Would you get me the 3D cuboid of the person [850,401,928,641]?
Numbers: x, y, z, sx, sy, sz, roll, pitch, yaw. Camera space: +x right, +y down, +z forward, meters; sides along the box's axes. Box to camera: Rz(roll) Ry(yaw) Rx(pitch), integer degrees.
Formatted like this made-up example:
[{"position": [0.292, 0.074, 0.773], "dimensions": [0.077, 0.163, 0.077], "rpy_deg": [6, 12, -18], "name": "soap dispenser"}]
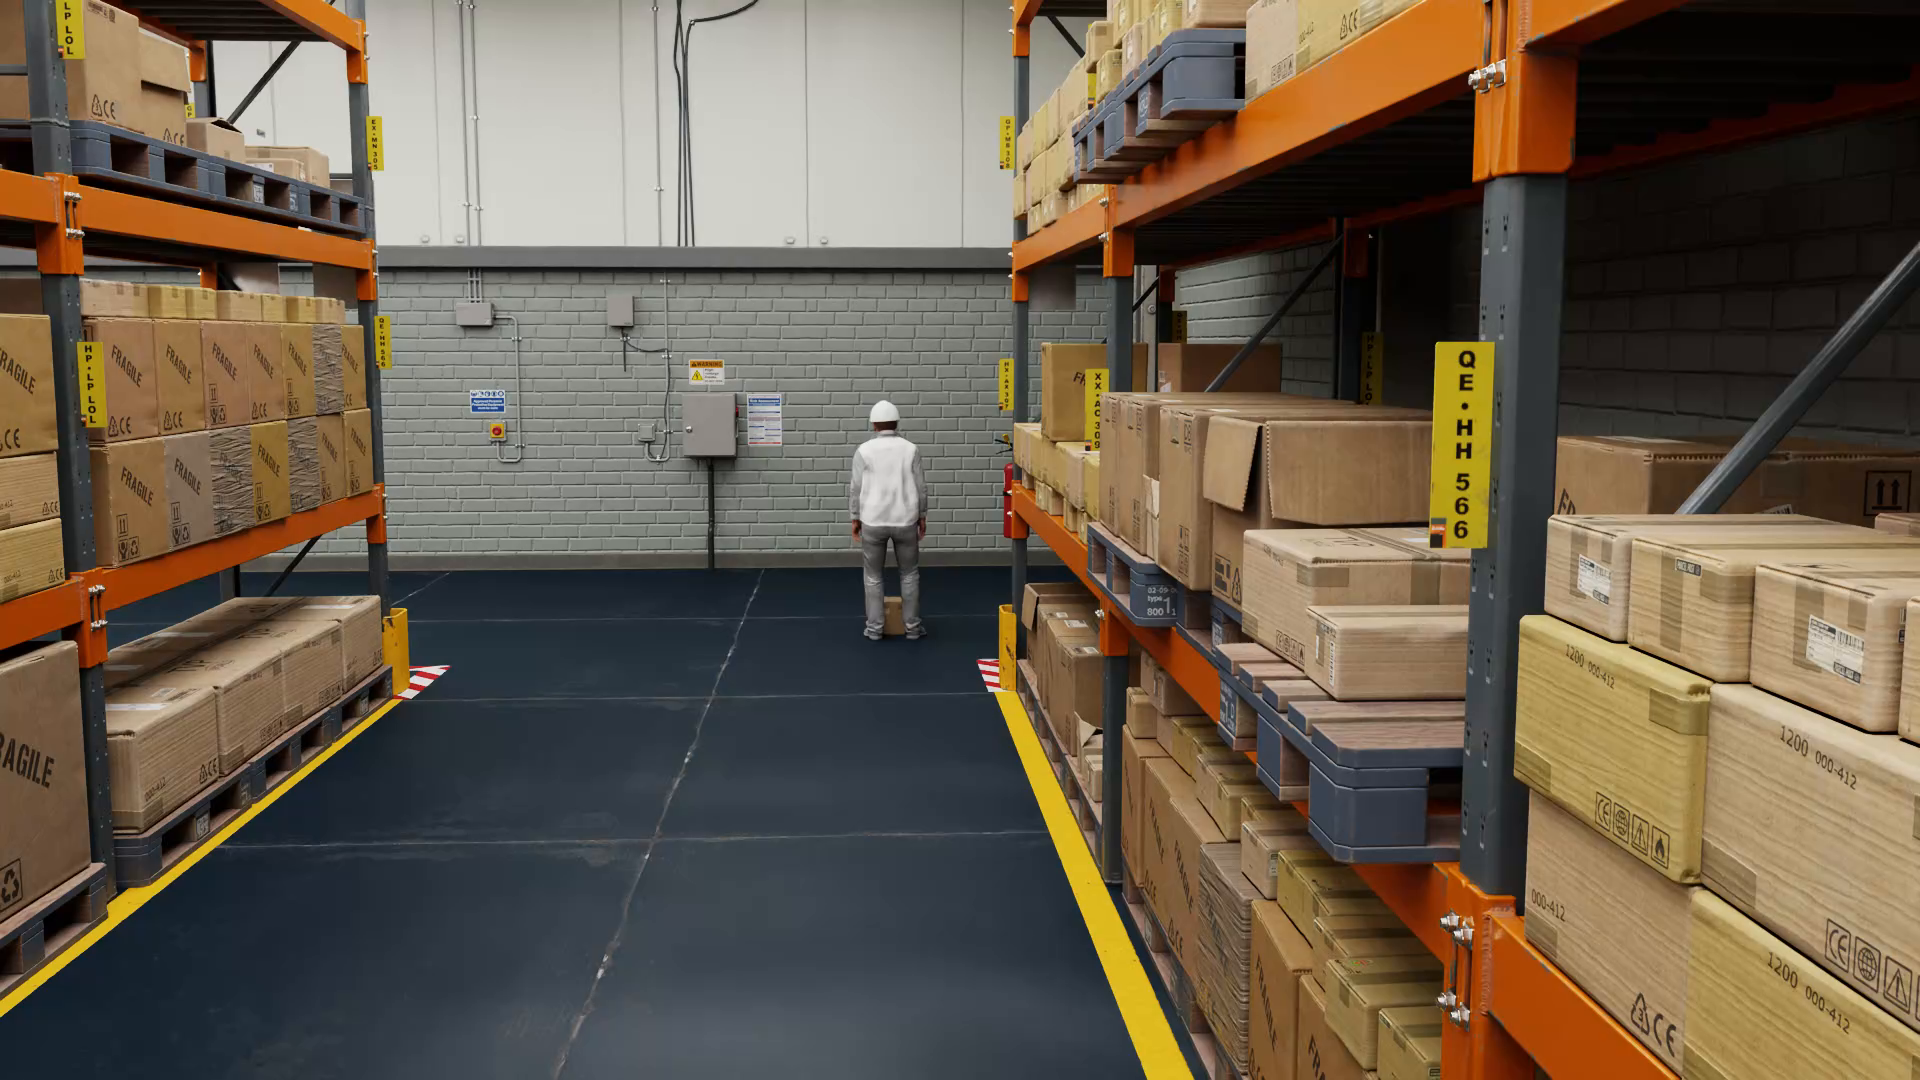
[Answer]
[{"position": [-0.530, -0.144, 12.349], "dimensions": [0.580, 1.769, 0.465], "rpy_deg": [-1, 7, -7], "name": "person"}]
